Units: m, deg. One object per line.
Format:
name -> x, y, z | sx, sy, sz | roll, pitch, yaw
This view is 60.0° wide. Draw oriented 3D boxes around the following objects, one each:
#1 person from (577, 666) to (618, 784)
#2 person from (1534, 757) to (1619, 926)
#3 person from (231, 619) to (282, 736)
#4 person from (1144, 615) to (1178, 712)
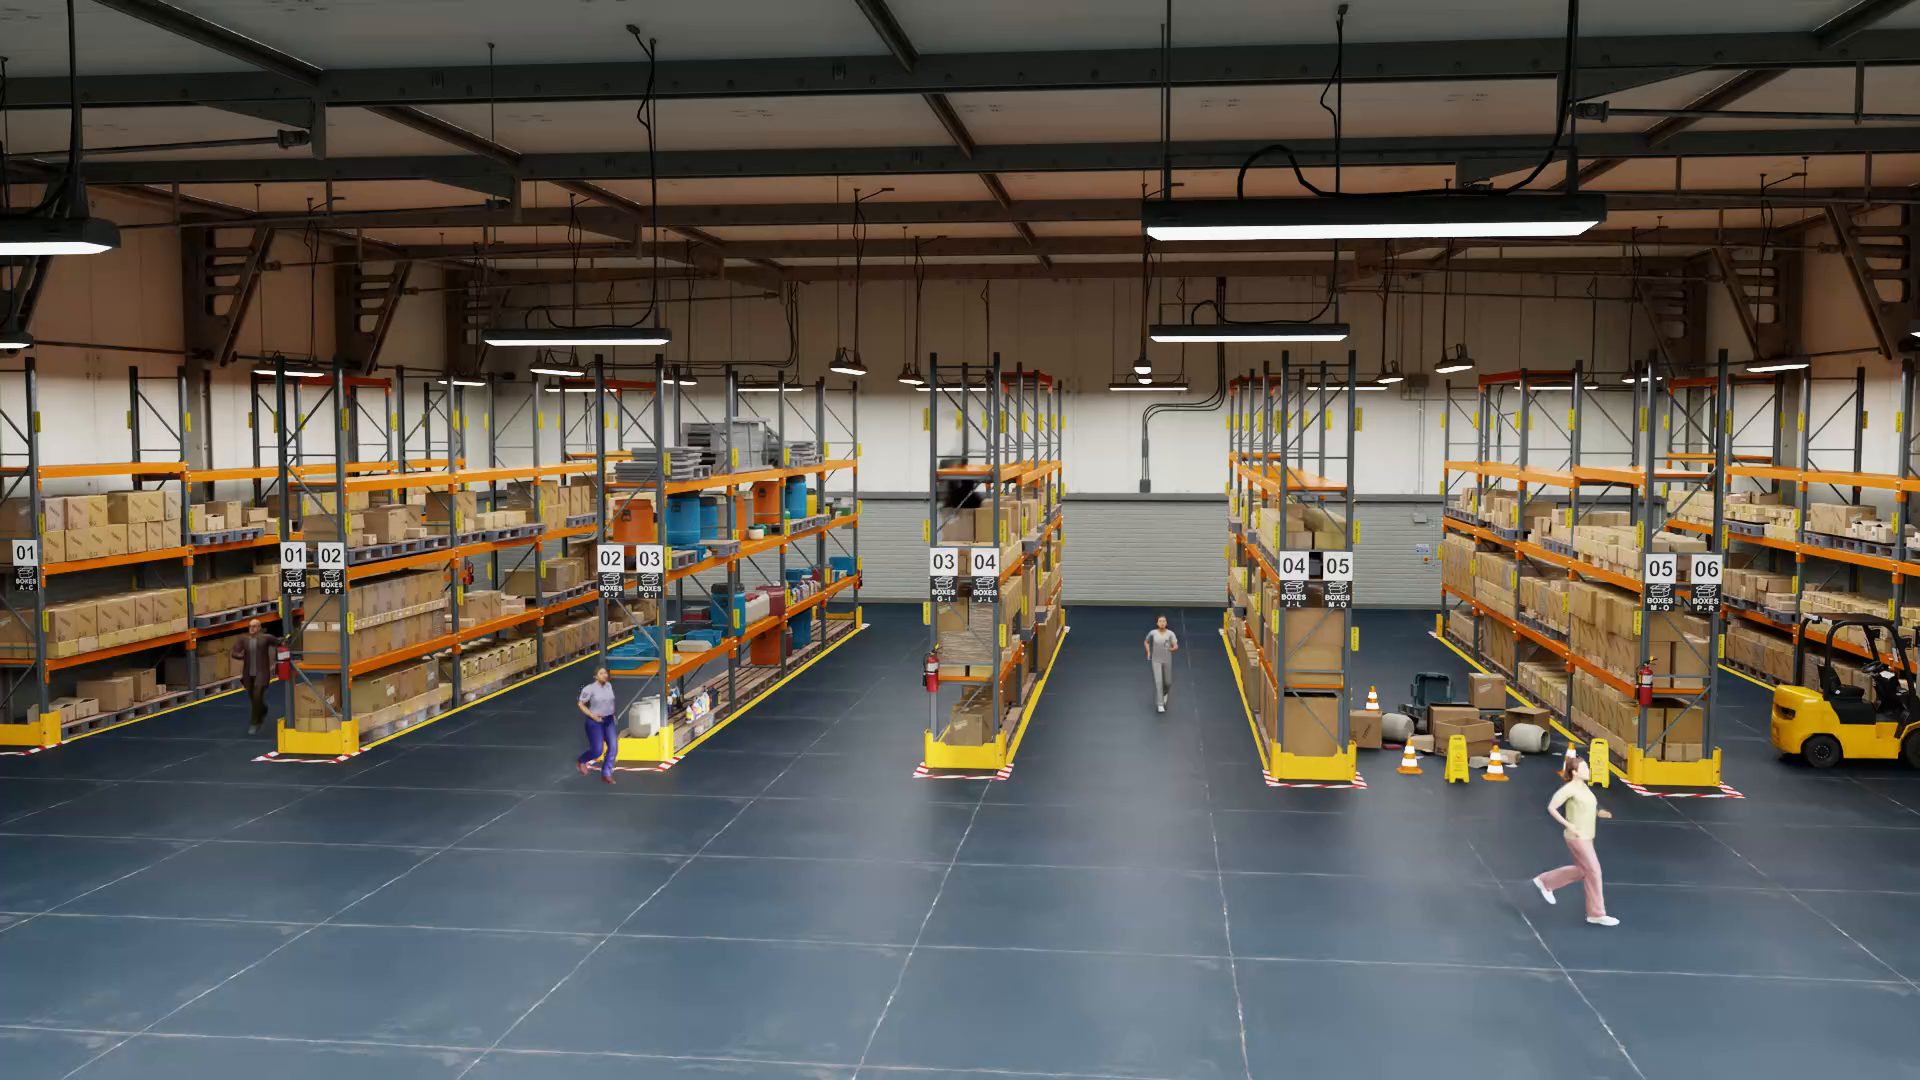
person -> -5.051, 2.572, 23.183 | 0.653, 1.649, 0.622 | 3, 5, 40
person -> 6.193, 2.990, 16.711 | 0.895, 1.643, 0.588 | 4, 5, 41
person -> -11.404, 2.195, 26.956 | 0.702, 1.809, 0.968 | 0, 4, 1
person -> 3.502, 2.121, 28.931 | 0.575, 1.645, 0.914 | 0, 4, 2
